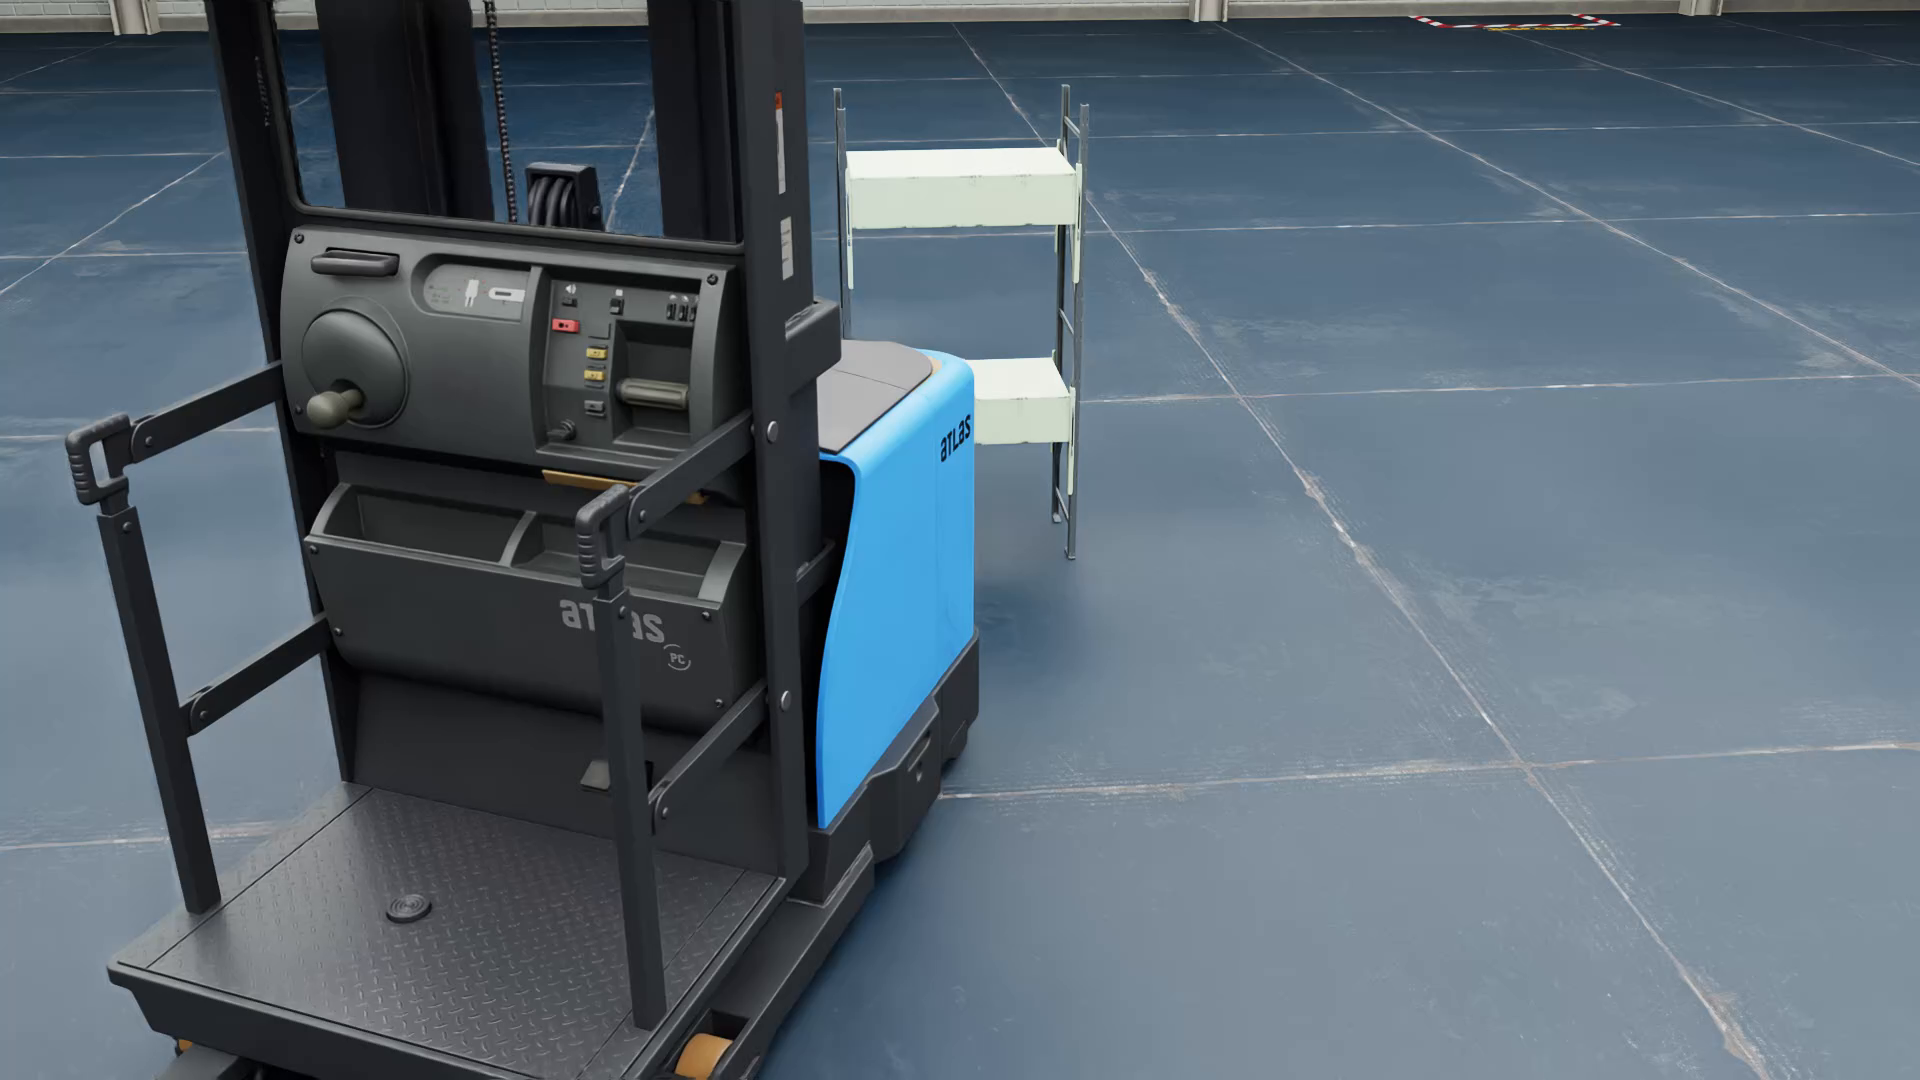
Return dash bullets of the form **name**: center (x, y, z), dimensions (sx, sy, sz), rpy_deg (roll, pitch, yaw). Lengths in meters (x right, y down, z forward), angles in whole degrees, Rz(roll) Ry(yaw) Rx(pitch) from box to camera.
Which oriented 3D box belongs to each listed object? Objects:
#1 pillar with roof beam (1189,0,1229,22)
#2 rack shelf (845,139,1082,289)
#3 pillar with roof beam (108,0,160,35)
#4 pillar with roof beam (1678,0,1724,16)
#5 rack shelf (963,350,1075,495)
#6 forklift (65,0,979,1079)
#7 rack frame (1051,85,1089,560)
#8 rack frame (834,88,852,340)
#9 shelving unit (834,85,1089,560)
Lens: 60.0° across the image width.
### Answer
- **pillar with roof beam**: center (3.312, -8.436, 13.651), dimensions (0.400, 9.000, 9.100), rpy_deg (-2, 24, -5)
- **rack shelf**: center (-0.007, -1.042, 5.286), dimensions (0.720, 0.370, 0.431), rpy_deg (-2, 24, -5)
- **pillar with roof beam**: center (-8.630, -7.957, 12.573), dimensions (0.400, 9.000, 9.100), rpy_deg (-2, 24, -5)
- **pillar with roof beam**: center (9.283, -8.676, 14.190), dimensions (0.400, 9.000, 9.100), rpy_deg (-2, 24, -5)
- **rack shelf**: center (-0.007, -0.387, 5.577), dimensions (0.720, 0.370, 0.431), rpy_deg (-2, 24, -5)
- **forklift**: center (-0.925, -0.328, 2.880), dimensions (1.130, 2.935, 3.031), rpy_deg (8, 25, 18)
- **rack frame**: center (0.358, -0.700, 5.478), dimensions (0.023, 1.500, 0.400), rpy_deg (-2, 24, -5)
- **rack frame**: center (-0.371, -0.670, 5.412), dimensions (0.023, 1.500, 0.400), rpy_deg (-2, 24, -5)
- **shelving unit**: center (-0.007, -0.685, 5.445), dimensions (0.755, 1.500, 0.431), rpy_deg (-2, 24, -5)
